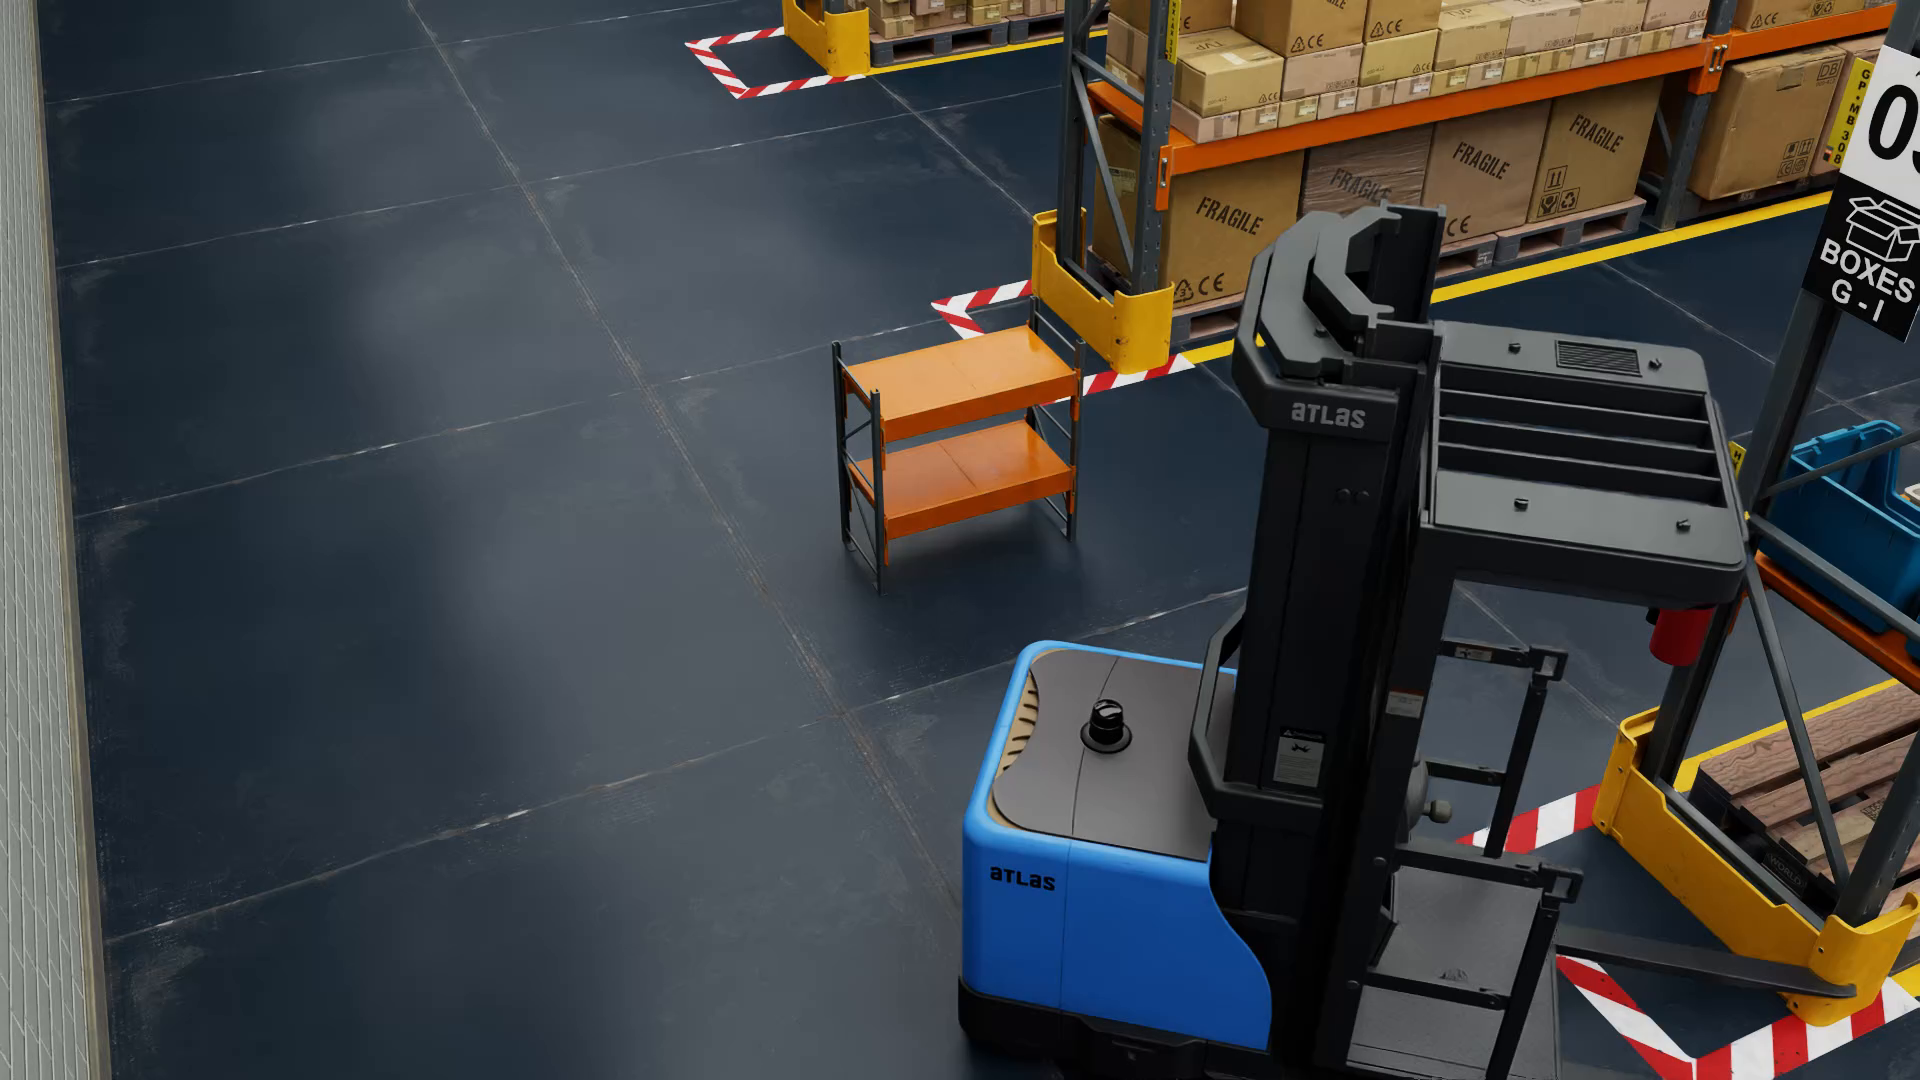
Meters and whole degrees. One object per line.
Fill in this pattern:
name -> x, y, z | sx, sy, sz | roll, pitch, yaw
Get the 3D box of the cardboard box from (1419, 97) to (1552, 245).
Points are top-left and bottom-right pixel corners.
cardboard box -> 3.022, -2.478, 10.504 | 0.875, 0.875, 0.875 | -16, 39, -20

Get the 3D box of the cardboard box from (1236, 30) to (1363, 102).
cardboard box -> 1.865, -2.672, 9.211 | 0.500, 0.250, 0.500 | -16, 39, -20

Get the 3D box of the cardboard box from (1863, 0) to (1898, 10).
cardboard box -> 5.899, -3.791, 10.759 | 0.500, 0.500, 0.500 | -17, 40, -21

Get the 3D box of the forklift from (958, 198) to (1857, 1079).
forklift -> 1.568, 0.521, 5.088 | 3.031, 2.935, 1.130 | 8, 37, 11

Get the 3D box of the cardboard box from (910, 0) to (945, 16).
cardboard box -> -0.313, -4.379, 13.427 | 0.250, 0.149, 0.380 | -16, 39, -20

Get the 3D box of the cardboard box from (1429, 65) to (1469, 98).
cardboard box -> 2.701, -2.703, 9.588 | 0.250, 0.149, 0.380 | -17, 40, -21

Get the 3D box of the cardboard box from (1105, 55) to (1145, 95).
cardboard box -> 1.030, -2.669, 9.541 | 0.250, 0.149, 0.380 | -15, 39, -19

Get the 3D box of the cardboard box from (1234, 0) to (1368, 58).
cardboard box -> 1.849, -2.965, 8.976 | 0.500, 0.500, 0.500 | -17, 40, -21

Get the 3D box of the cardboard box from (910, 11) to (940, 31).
cardboard box -> -0.356, -4.297, 13.566 | 0.250, 0.149, 0.380 | -16, 39, -20

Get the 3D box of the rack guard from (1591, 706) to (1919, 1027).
rack guard -> 2.936, 1.186, 6.231 | 0.348, 0.500, 1.175 | -16, 39, -20

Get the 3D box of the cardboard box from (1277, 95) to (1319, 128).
cardboard box -> 1.772, -2.444, 9.238 | 0.250, 0.149, 0.380 | -17, 40, -21

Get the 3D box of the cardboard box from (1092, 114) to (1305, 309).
cardboard box -> 1.393, -2.023, 9.890 | 0.875, 0.875, 0.875 | -16, 39, -20

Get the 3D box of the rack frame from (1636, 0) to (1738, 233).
rack frame -> 4.469, -3.515, 10.471 | 0.127, 3.000, 1.000 | -16, 39, -20

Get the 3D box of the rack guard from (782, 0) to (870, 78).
rack guard -> -1.100, -4.218, 13.517 | 0.348, 0.500, 1.175 | -16, 39, -20

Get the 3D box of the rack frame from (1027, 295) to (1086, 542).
rack frame -> 0.454, -0.579, 8.086 | 0.032, 1.125, 0.500 | -16, 39, -20

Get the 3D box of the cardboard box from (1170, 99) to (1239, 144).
cardboard box -> 1.309, -2.313, 9.062 | 0.250, 0.149, 0.380 | -15, 39, -19

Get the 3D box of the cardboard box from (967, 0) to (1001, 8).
cardboard box -> 0.149, -4.495, 13.583 | 0.250, 0.149, 0.380 | -14, 39, -19

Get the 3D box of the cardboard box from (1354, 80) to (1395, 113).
cardboard box -> 2.238, -2.574, 9.414 | 0.250, 0.149, 0.380 | -16, 40, -21

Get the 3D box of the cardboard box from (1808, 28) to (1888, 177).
cardboard box -> 5.848, -3.229, 11.517 | 0.875, 0.875, 1.225 | -17, 40, -21

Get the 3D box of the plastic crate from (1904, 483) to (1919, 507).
plastic crate -> 3.613, -0.053, 5.975 | 0.243, 0.136, 0.396 | -16, 39, -20

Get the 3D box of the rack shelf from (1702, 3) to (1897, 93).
rack shelf -> 6.279, -3.732, 11.368 | 4.000, 0.370, 1.077 | -16, 39, -20

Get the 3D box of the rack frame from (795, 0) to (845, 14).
rack frame -> -1.168, -5.203, 12.746 | 0.127, 3.000, 1.000 | -16, 39, -20

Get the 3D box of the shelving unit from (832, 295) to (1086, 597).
shelving unit -> -0.006, -0.450, 7.913 | 1.048, 1.125, 0.538 | -16, 39, -20

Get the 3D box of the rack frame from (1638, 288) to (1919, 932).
rack frame -> 2.952, 0.169, 5.504 | 0.127, 3.000, 1.000 | -16, 39, -20

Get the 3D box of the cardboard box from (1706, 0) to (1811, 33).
cardboard box -> 4.991, -3.536, 10.416 | 0.500, 0.500, 0.500 | -15, 39, -20

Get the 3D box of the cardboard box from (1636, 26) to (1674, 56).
cardboard box -> 4.098, -3.094, 10.115 | 0.250, 0.149, 0.380 | -15, 39, -19

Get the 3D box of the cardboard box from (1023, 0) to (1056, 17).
cardboard box -> 0.597, -4.501, 13.841 | 0.250, 0.149, 0.380 | -18, 40, -22

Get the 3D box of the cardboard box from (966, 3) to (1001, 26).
cardboard box -> 0.144, -4.369, 13.663 | 0.250, 0.149, 0.380 | -15, 39, -19

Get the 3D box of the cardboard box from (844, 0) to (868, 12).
cardboard box -> -0.781, -4.472, 13.802 | 0.250, 0.149, 0.380 | -15, 39, -19

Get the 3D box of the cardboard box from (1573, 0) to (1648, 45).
cardboard box -> 3.713, -3.188, 9.907 | 0.500, 0.250, 0.500 | -14, 39, -19

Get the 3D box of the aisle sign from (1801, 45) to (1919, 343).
aisle sign -> 2.762, -1.015, 4.918 | 0.004, 0.787, 0.394 | -16, 39, -20

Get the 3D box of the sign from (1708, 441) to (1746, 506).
sign -> 2.704, -0.189, 5.850 | 0.005, 0.325, 0.100 | -16, 39, -20

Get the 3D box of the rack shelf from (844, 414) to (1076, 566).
rack shelf -> -0.006, -0.254, 8.058 | 1.000, 0.278, 0.538 | -16, 39, -20

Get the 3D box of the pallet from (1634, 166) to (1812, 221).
pallet -> 5.135, -2.631, 11.620 | 1.213, 0.211, 1.003 | -16, 39, -20

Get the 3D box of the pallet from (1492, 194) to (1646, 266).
pallet -> 3.747, -2.244, 11.099 | 1.213, 0.211, 1.003 | -16, 39, -20

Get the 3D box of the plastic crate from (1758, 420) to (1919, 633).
plastic crate -> 3.176, -0.055, 5.726 | 0.499, 0.435, 0.616 | -16, 39, -20

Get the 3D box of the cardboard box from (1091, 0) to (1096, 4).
cardboard box -> 1.041, -4.664, 14.061 | 0.250, 0.149, 0.380 | -15, 39, -19

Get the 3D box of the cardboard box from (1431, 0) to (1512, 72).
cardboard box -> 2.791, -2.933, 9.562 | 0.500, 0.250, 0.500 | -16, 40, -21

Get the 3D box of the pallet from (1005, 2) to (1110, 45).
pallet -> 0.754, -4.595, 14.268 | 1.213, 0.211, 1.003 | -16, 39, -20

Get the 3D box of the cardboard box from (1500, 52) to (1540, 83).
cardboard box -> 3.169, -2.834, 9.764 | 0.250, 0.149, 0.380 | -16, 40, -21

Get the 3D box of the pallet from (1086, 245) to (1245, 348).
pallet -> 1.538, -1.627, 10.266 | 1.213, 0.211, 1.003 | -16, 39, -20

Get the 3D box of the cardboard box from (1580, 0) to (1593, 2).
cardboard box -> 3.711, -3.490, 9.684 | 0.500, 0.500, 0.500 | -15, 39, -19

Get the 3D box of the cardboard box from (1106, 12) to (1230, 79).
cardboard box -> 1.173, -2.827, 9.420 | 0.500, 0.250, 0.500 | -16, 40, -21

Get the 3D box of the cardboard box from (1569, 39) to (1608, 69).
cardboard box -> 3.633, -2.965, 9.940 | 0.250, 0.149, 0.380 | -15, 39, -19
